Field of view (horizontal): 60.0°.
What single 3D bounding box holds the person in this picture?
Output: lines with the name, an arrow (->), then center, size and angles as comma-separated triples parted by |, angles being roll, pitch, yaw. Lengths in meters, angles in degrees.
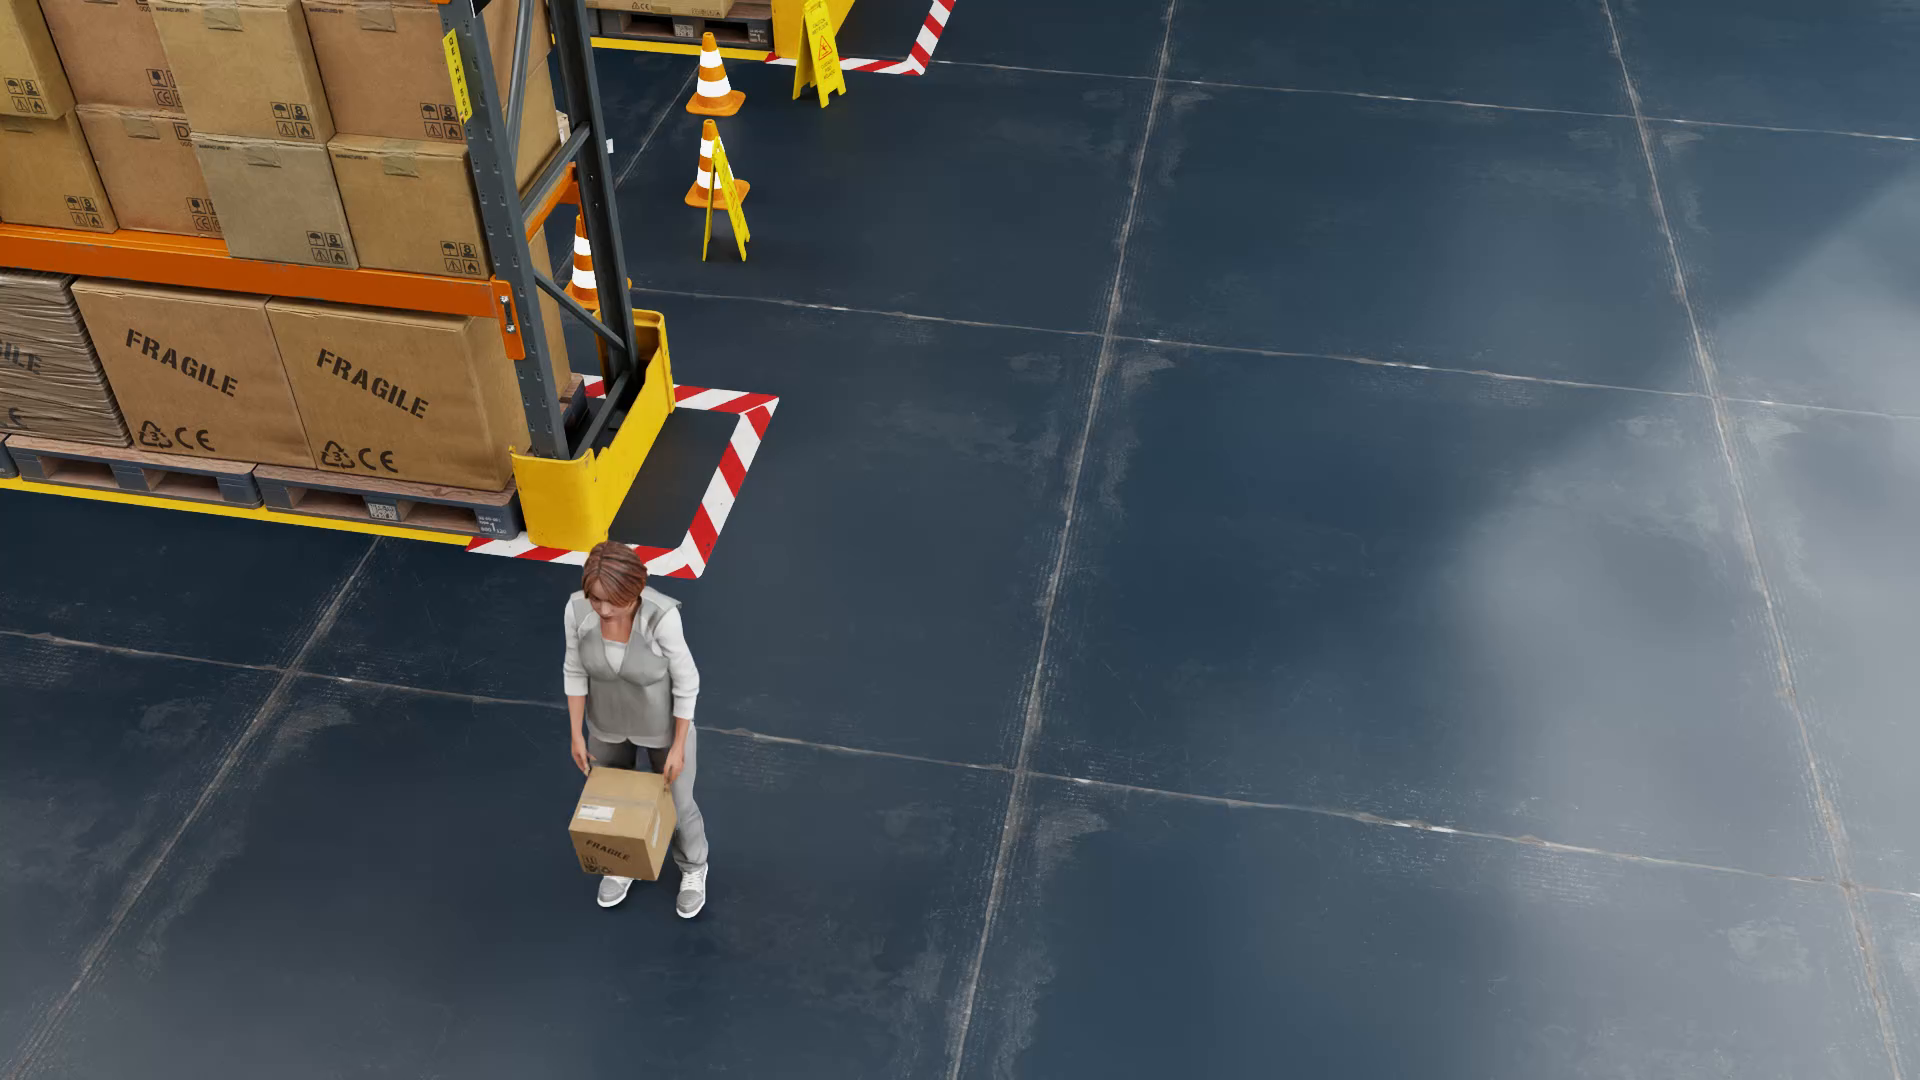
person -> -1.051, 0.620, 5.450 | 0.447, 1.600, 0.347 | 6, 41, 7
